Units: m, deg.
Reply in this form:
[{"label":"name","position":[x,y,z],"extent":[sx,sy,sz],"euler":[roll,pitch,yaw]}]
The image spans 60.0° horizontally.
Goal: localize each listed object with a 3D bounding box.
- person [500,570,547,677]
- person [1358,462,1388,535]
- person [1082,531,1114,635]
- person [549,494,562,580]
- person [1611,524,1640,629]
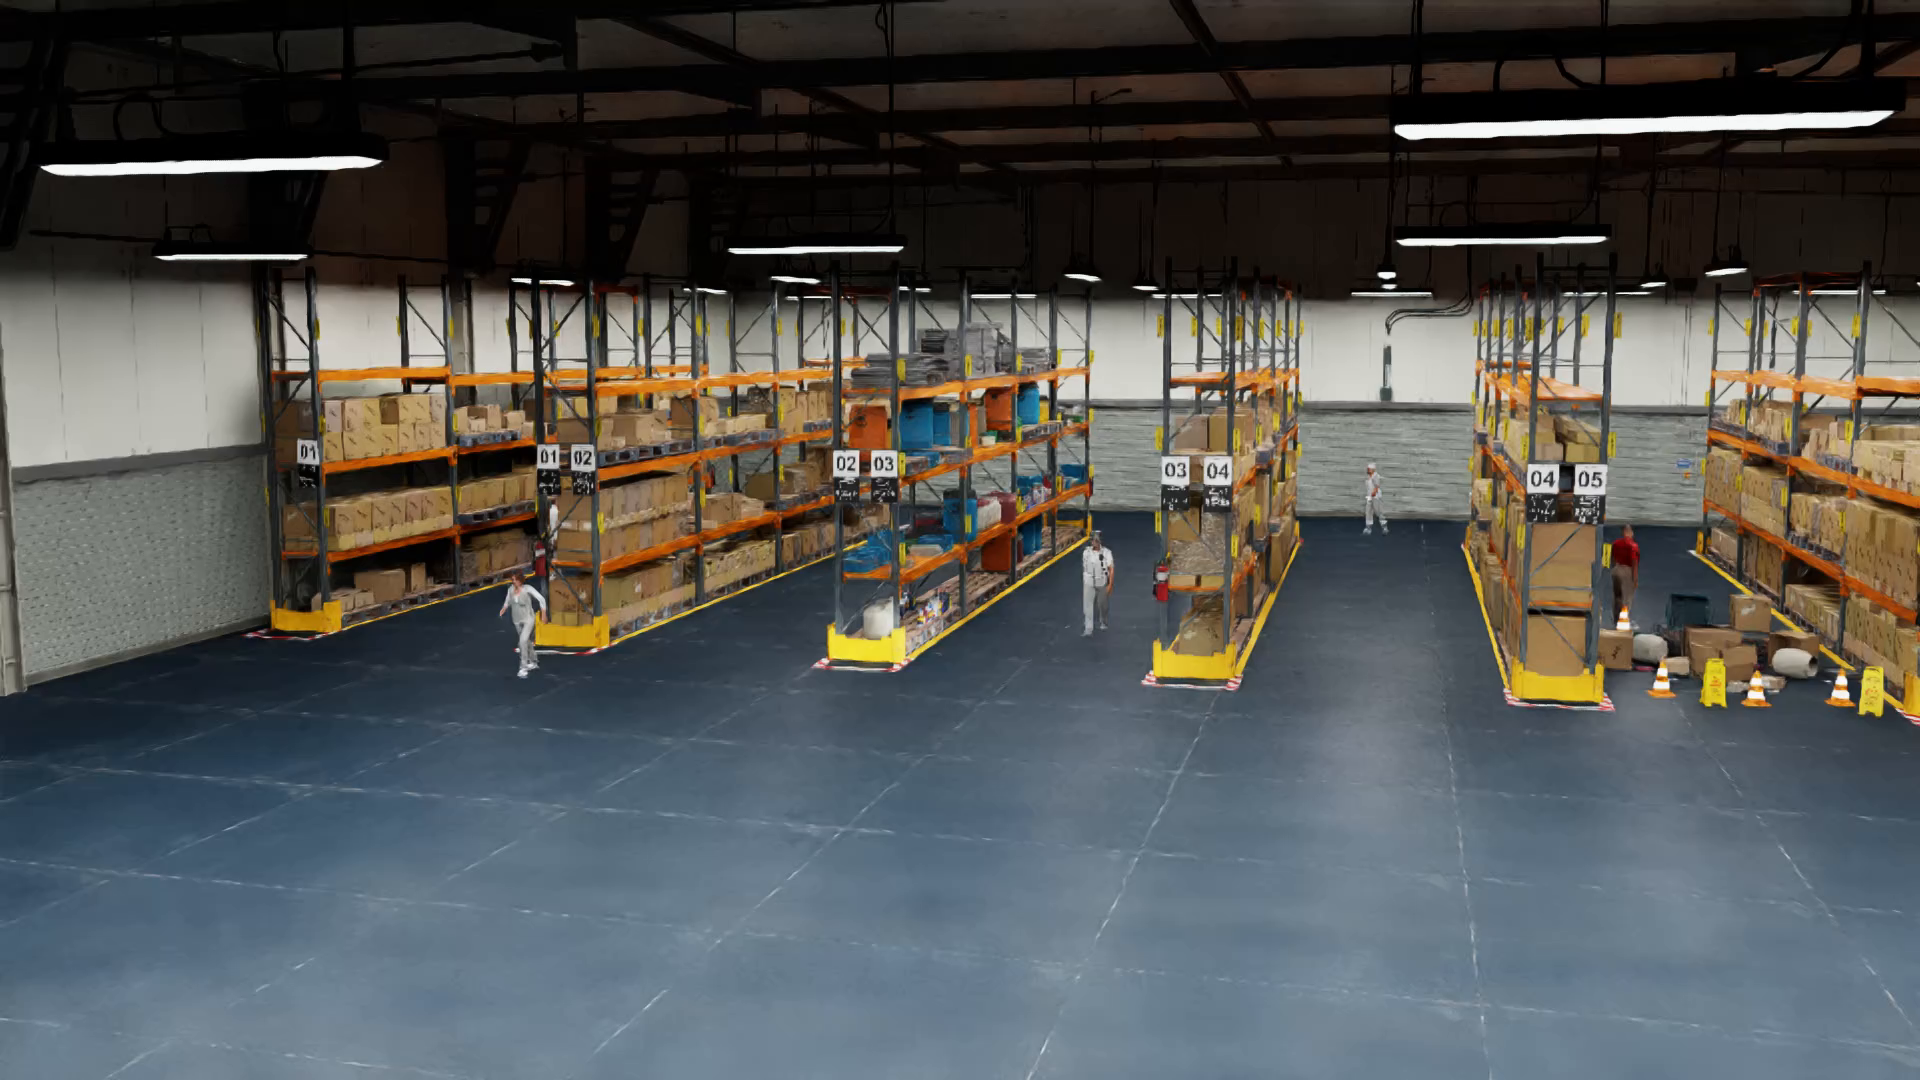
[{"label":"person","position":[-6.348,1.181,24.208],"extent":[0.562,1.530,0.815],"euler":[3,8,20]},{"label":"person","position":[10.074,-1.002,40.446],"extent":[0.713,1.785,0.556],"euler":[-2,7,-14]},{"label":"person","position":[2.259,0.694,27.302],"extent":[0.556,1.707,1.022],"euler":[2,7,14]},{"label":"person","position":[-7.936,-0.030,32.742],"extent":[0.517,1.779,0.634],"euler":[-1,7,-10]},{"label":"person","position":[11.215,0.595,27.940],"extent":[0.449,1.737,0.595],"euler":[-2,8,-17]}]
